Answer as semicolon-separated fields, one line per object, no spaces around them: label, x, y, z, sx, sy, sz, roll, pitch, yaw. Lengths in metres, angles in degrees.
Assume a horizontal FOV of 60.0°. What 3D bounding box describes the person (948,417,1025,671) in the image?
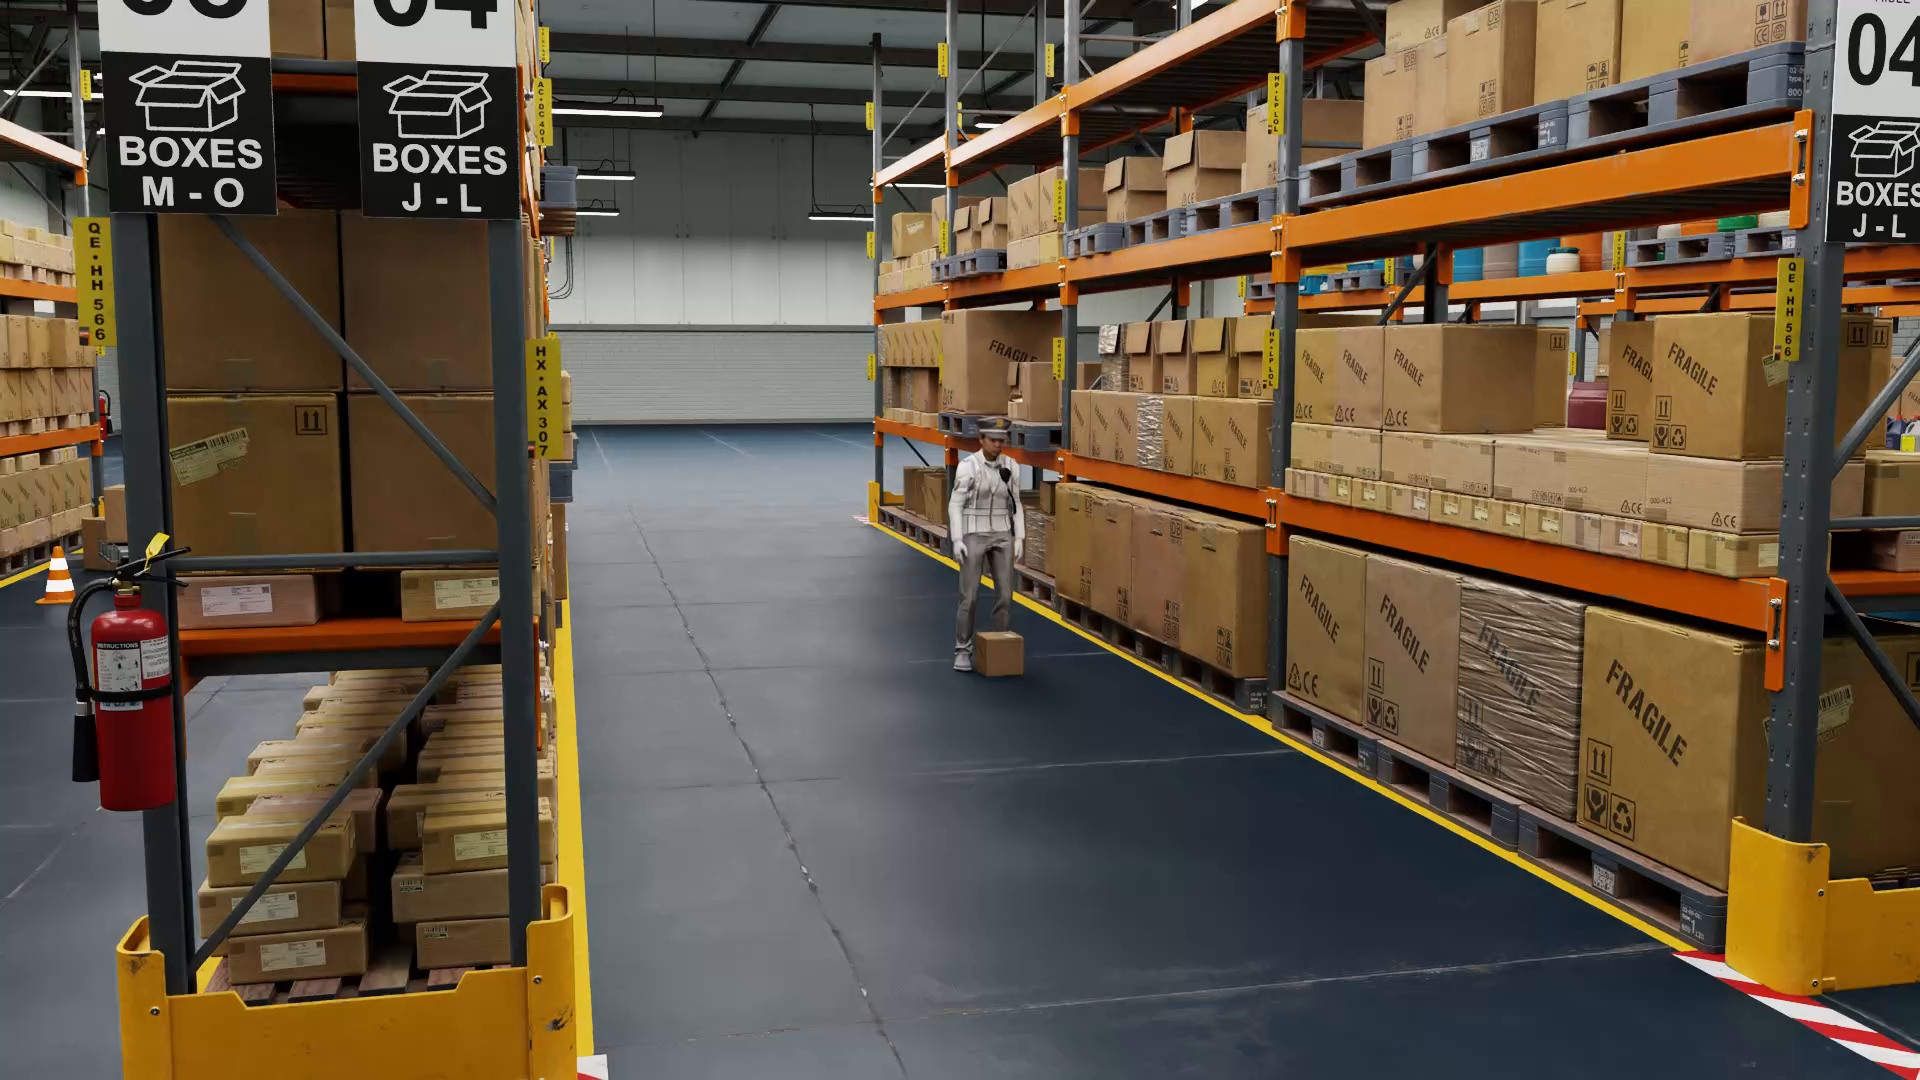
person;0.185;0.017;11.007;0.518;1.663;0.369;-2;7;-17
